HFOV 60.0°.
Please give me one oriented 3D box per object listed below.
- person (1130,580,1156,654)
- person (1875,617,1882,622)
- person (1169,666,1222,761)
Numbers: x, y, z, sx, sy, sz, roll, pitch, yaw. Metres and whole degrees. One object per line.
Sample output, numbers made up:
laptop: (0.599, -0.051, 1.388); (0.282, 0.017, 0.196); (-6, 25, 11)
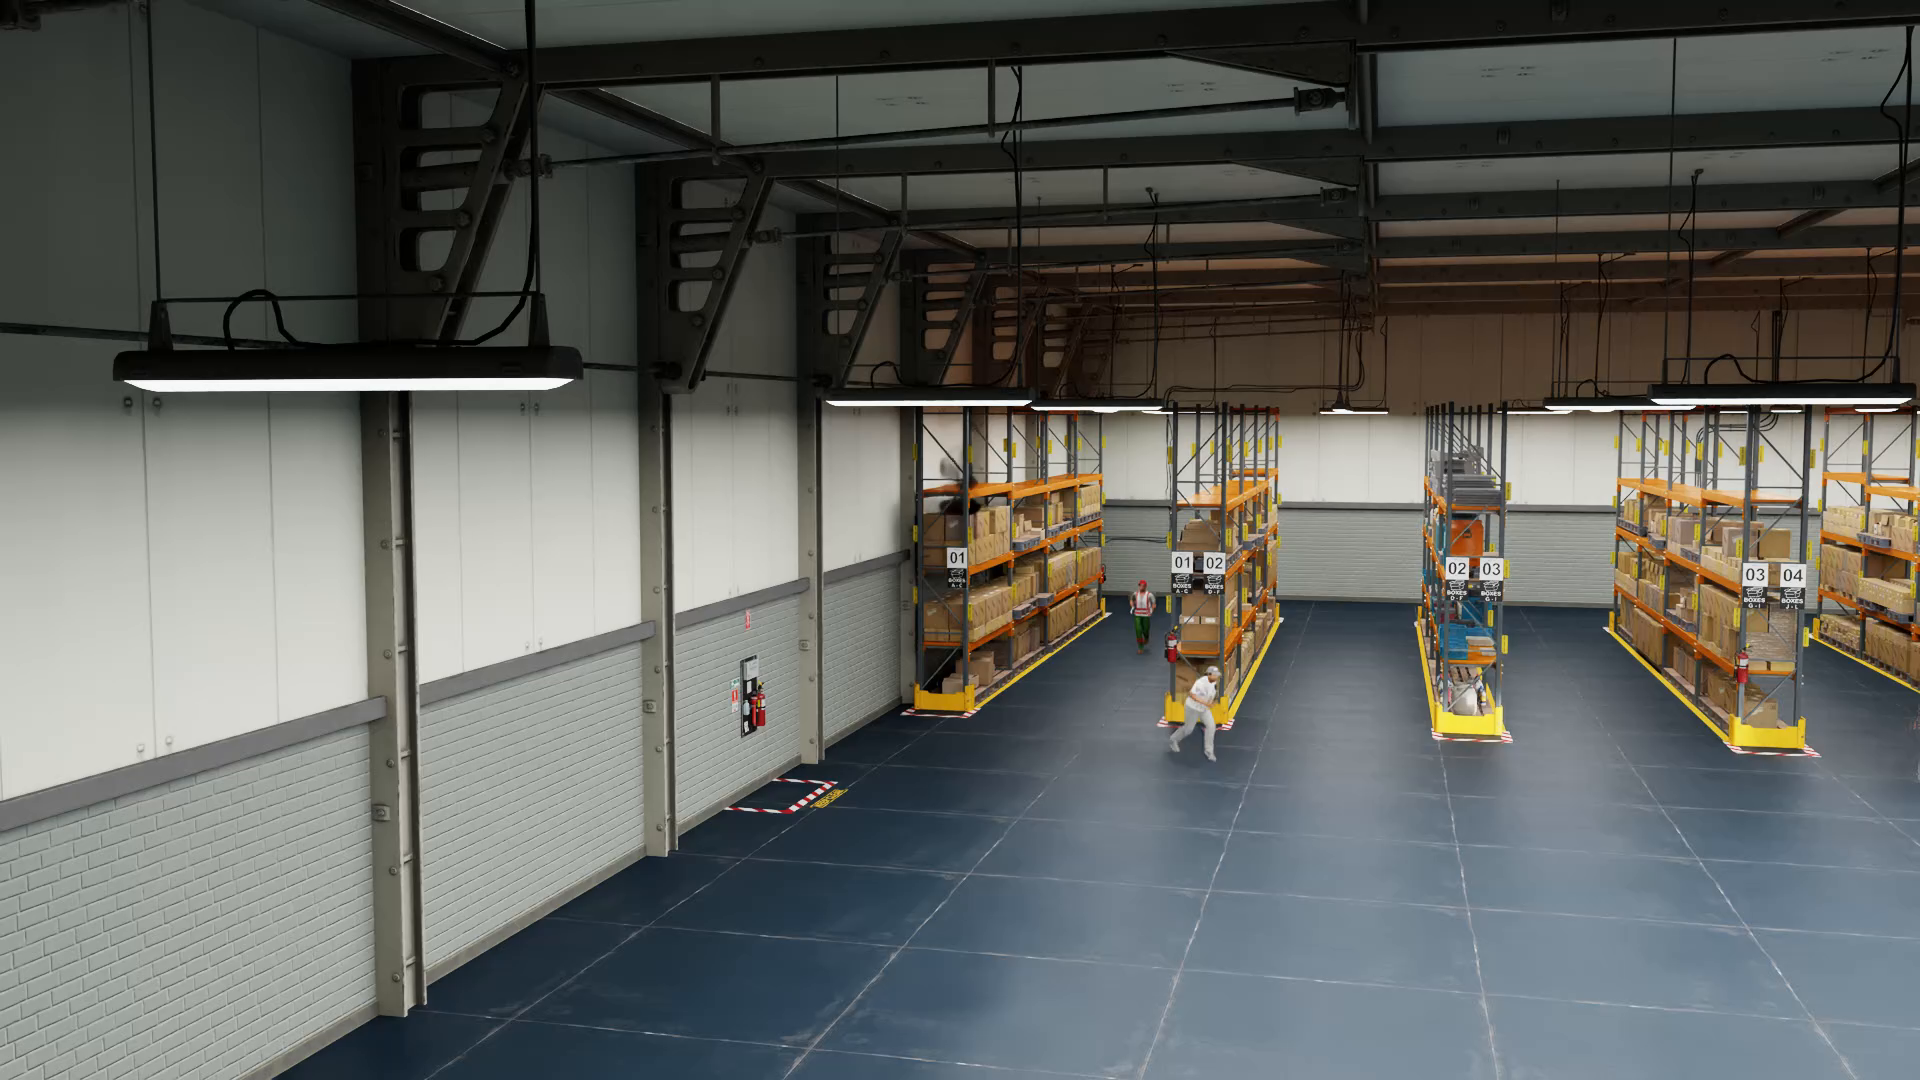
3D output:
person: (4.445, 1.856, 40.567); (0.655, 1.774, 0.845); (1, 4, 13)
person: (24.597, 1.622, 44.166); (0.654, 1.681, 0.654); (0, 4, -5)
person: (3.973, 2.893, 28.014); (1.036, 1.627, 0.648); (4, 6, 42)
